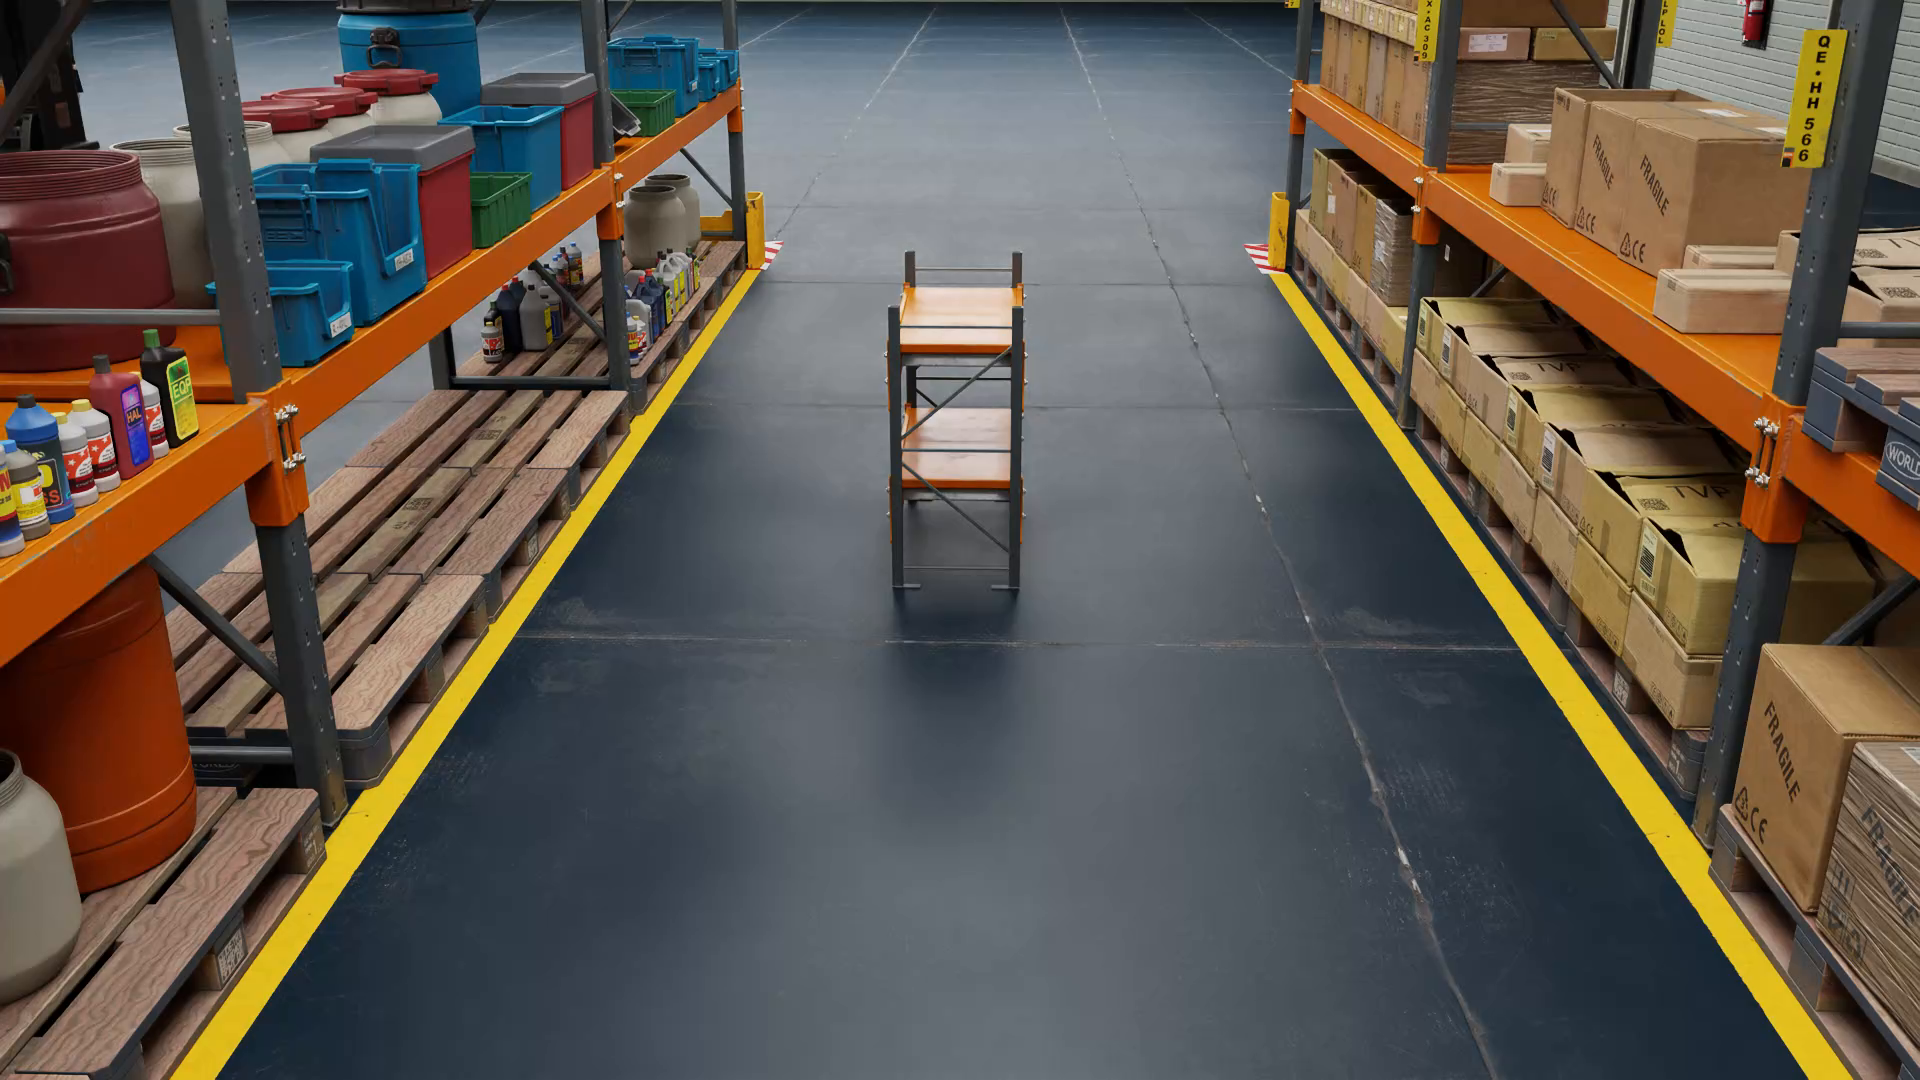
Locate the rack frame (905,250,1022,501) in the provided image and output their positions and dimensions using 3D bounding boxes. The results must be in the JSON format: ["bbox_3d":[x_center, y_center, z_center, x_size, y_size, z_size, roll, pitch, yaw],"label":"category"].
[{"bbox_3d":[0.015,-0.706,7.293,0.500,1.125,0.032,1,21,2],"label":"rack frame"}]

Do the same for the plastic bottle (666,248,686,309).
[{"bbox_3d":[-1.739,-1.573,9.990,0.144,0.351,0.185,2,21,4],"label":"plastic bottle"}]

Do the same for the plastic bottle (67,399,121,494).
[{"bbox_3d":[-1.939,-0.211,3.702,0.097,0.201,0.097,0,21,0],"label":"plastic bottle"}]

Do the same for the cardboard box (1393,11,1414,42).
[{"bbox_3d":[2.575,-2.788,9.033,0.380,0.149,0.250,1,21,1],"label":"cardboard box"}]

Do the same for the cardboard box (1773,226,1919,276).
[{"bbox_3d":[2.848,-0.804,5.077,0.500,0.311,0.500,0,21,1],"label":"cardboard box"}]

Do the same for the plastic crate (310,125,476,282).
[{"bbox_3d":[-1.969,-1.191,5.863,0.402,0.464,0.583,1,21,2],"label":"plastic crate"}]

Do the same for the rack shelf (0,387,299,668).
[{"bbox_3d":[-2.385,0.479,2.644,1.077,0.370,4.000,1,21,2],"label":"rack shelf"}]

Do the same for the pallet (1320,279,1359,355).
[{"bbox_3d":[2.849,-1.400,10.345,1.003,0.211,1.213,1,21,2],"label":"pallet"}]

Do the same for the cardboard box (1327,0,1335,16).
[{"bbox_3d":[2.638,-3.531,10.947,0.380,0.149,0.250,0,21,0],"label":"cardboard box"}]

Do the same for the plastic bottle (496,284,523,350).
[{"bbox_3d":[-2.471,-1.232,9.112,0.144,0.351,0.185,0,21,0],"label":"plastic bottle"}]

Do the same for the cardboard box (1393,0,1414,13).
[{"bbox_3d":[2.786,-3.146,9.059,0.700,0.500,0.500,1,21,2],"label":"cardboard box"}]

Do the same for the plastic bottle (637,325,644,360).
[{"bbox_3d":[-1.752,-1.074,8.910,0.097,0.201,0.097,0,21,0],"label":"plastic bottle"}]

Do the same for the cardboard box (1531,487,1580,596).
[{"bbox_3d":[2.429,0.001,6.101,0.500,0.250,0.500,1,21,3],"label":"cardboard box"}]

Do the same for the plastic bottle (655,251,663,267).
[{"bbox_3d":[-1.840,-1.653,10.288,0.061,0.283,0.133,1,21,2],"label":"plastic bottle"}]

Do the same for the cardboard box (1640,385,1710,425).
[{"bbox_3d":[2.977,-0.446,6.477,0.500,0.311,0.500,0,21,1],"label":"cardboard box"}]

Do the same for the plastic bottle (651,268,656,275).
[{"bbox_3d":[-1.863,-1.558,10.157,0.097,0.201,0.097,0,21,0],"label":"plastic bottle"}]

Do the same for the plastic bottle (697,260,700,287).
[{"bbox_3d":[-1.699,-1.704,10.535,0.097,0.201,0.097,0,21,0],"label":"plastic bottle"}]

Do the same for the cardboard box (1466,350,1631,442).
[{"bbox_3d":[2.452,-0.631,6.954,0.500,0.311,0.500,0,21,0],"label":"cardboard box"}]

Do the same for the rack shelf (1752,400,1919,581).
[{"bbox_3d":[2.566,0.534,2.500,1.077,0.370,4.000,1,21,2],"label":"rack shelf"}]

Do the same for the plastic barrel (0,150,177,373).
[{"bbox_3d":[-2.613,-0.815,4.793,0.600,0.536,0.708,1,21,2],"label":"plastic barrel"}]

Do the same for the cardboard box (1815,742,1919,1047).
[{"bbox_3d":[2.317,0.787,3.702,0.500,0.500,0.500,0,21,0],"label":"cardboard box"}]

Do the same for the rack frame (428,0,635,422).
[{"bbox_3d":[-2.203,-2.026,8.104,1.000,3.000,0.127,1,21,2],"label":"rack frame"}]

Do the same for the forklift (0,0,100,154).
[{"bbox_3d":[-4.811,-1.799,7.614,1.130,2.935,3.031,2,21,5],"label":"forklift"}]

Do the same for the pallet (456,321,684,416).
[{"bbox_3d":[-2.140,-0.969,9.234,1.003,0.211,1.213,1,21,2],"label":"pallet"}]

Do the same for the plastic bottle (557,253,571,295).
[{"bbox_3d":[-2.458,-1.630,10.246,0.097,0.271,0.097,0,21,0],"label":"plastic bottle"}]

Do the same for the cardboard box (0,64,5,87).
[{"bbox_3d":[-6.842,-3.214,11.513,0.380,0.149,0.250,1,21,2],"label":"cardboard box"}]

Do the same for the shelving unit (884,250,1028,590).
[{"bbox_3d":[0.000,-0.522,6.819,0.538,1.125,1.048,1,21,2],"label":"shelving unit"}]

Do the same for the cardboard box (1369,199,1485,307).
[{"bbox_3d":[2.571,-1.585,9.150,0.500,0.500,0.500,1,21,2],"label":"cardboard box"}]

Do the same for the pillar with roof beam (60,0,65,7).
[{"bbox_3d":[-17.605,-17.044,38.516,9.100,9.000,0.400,1,21,2],"label":"pillar with roof beam"}]

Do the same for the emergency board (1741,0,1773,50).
[{"bbox_3d":[8.961,-6.163,18.767,0.194,1.169,0.643,1,21,2],"label":"emergency board"}]

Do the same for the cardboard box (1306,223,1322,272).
[{"bbox_3d":[2.620,-1.958,11.150,0.500,0.250,0.500,1,21,2],"label":"cardboard box"}]

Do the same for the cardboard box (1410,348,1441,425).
[{"bbox_3d":[2.489,-0.741,8.013,0.500,0.250,0.500,0,21,0],"label":"cardboard box"}]

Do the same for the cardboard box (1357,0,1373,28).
[{"bbox_3d":[2.606,-3.161,9.993,0.380,0.149,0.250,0,21,1],"label":"cardboard box"}]

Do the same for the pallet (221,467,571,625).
[{"bbox_3d":[-2.222,0.000,6.736,1.003,0.211,1.213,1,21,2],"label":"pallet"}]

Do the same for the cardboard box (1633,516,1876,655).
[{"bbox_3d":[2.397,0.108,5.048,0.500,0.311,0.500,1,21,3],"label":"cardboard box"}]

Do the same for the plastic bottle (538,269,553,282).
[{"bbox_3d":[-2.446,-1.442,9.757,0.152,0.276,0.135,1,21,3],"label":"plastic bottle"}]

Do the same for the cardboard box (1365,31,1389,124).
[{"bbox_3d":[2.799,-2.735,9.793,0.700,0.500,0.500,1,21,3],"label":"cardboard box"}]

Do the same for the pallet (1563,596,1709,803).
[{"bbox_3d":[2.691,0.479,5.504,1.003,0.211,1.213,1,21,2],"label":"pallet"}]

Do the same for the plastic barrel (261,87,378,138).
[{"bbox_3d":[-2.473,-1.481,6.511,0.433,0.535,0.433,0,21,0],"label":"plastic barrel"}]

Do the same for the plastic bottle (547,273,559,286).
[{"bbox_3d":[-2.352,-1.395,9.625,0.061,0.283,0.133,1,21,2],"label":"plastic bottle"}]

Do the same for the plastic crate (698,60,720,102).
[{"bbox_3d":[-1.822,-2.984,10.779,0.499,0.251,0.408,1,21,2],"label":"plastic crate"}]

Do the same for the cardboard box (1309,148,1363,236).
[{"bbox_3d":[2.618,-2.308,11.014,0.500,0.500,0.500,1,21,2],"label":"cardboard box"}]

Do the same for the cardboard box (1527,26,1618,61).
[{"bbox_3d":[2.950,-2.414,8.070,0.380,0.149,0.250,1,21,2],"label":"cardboard box"}]

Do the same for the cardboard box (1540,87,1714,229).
[{"bbox_3d":[2.693,-1.549,6.736,0.500,0.500,0.500,2,21,6],"label":"cardboard box"}]

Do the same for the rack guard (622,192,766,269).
[{"bbox_3d":[-2.036,-2.279,12.212,1.175,0.500,0.348,1,21,2],"label":"rack guard"}]

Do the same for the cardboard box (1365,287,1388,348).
[{"bbox_3d":[2.569,-1.235,9.286,0.500,0.250,0.500,1,21,2],"label":"cardboard box"}]

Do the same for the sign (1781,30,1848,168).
[{"bbox_3d":[2.072,-1.069,4.036,0.100,0.325,0.005,1,21,2],"label":"sign"}]

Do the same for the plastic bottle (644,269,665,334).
[{"bbox_3d":[-1.757,-1.352,9.420,0.144,0.351,0.185,0,21,-1],"label":"plastic bottle"}]

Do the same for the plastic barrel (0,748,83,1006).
[{"bbox_3d":[-2.250,0.766,3.766,0.421,0.512,0.421,0,21,0],"label":"plastic barrel"}]
